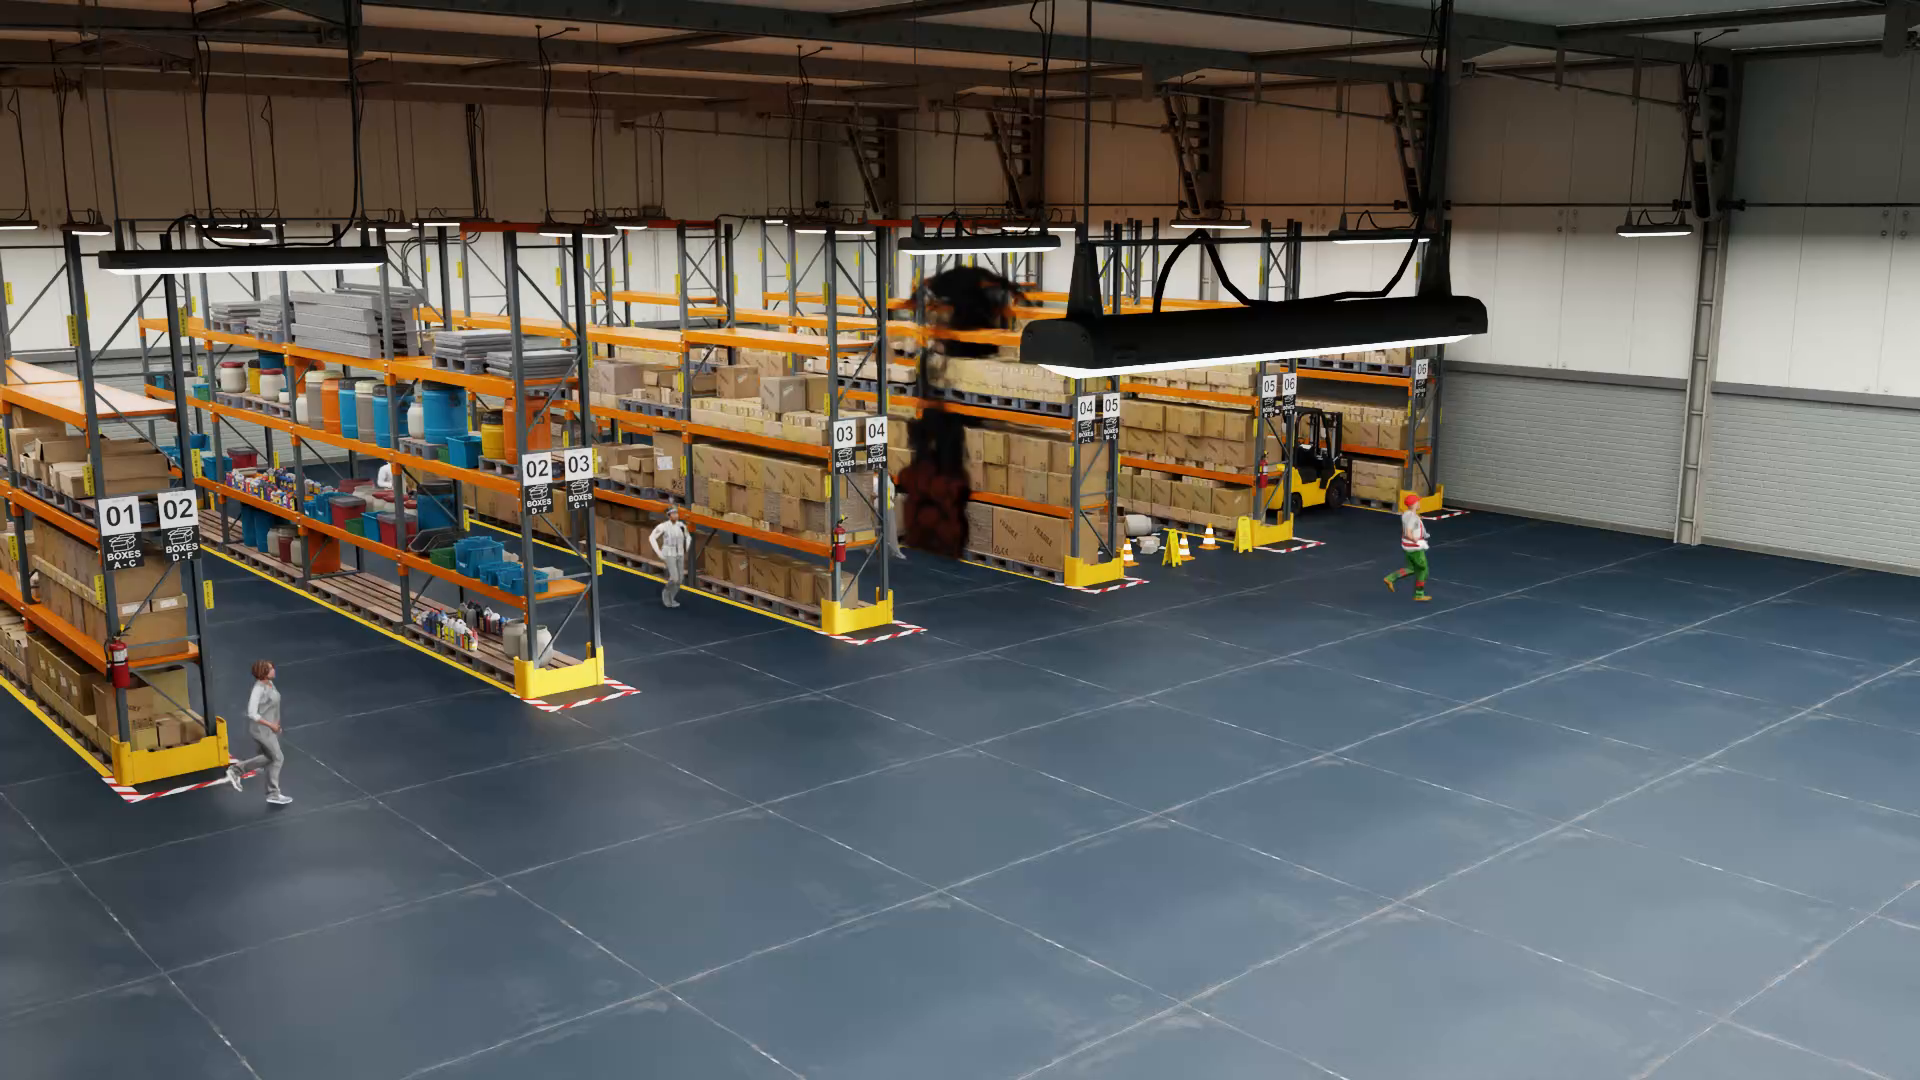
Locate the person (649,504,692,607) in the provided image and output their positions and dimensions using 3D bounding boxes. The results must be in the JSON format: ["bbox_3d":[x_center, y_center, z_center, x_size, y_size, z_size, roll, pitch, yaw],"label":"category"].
[{"bbox_3d":[-4.517,0.256,26.315,0.674,1.660,0.528,-10,15,-39],"label":"person"}]

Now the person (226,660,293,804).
[{"bbox_3d":[-7.526,2.052,17.781,0.644,1.590,0.554,-2,12,-12],"label":"person"}]

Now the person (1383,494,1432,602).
[{"bbox_3d":[7.261,0.129,26.818,0.780,1.748,0.663,0,11,1],"label":"person"}]

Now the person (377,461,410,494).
[{"bbox_3d":[-10.617,-0.797,31.273,1.037,1.776,0.712,8,14,35],"label":"person"}]

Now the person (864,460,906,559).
[{"bbox_3d":[-1.314,-0.531,28.741,0.859,1.719,0.587,8,14,34],"label":"person"}]
